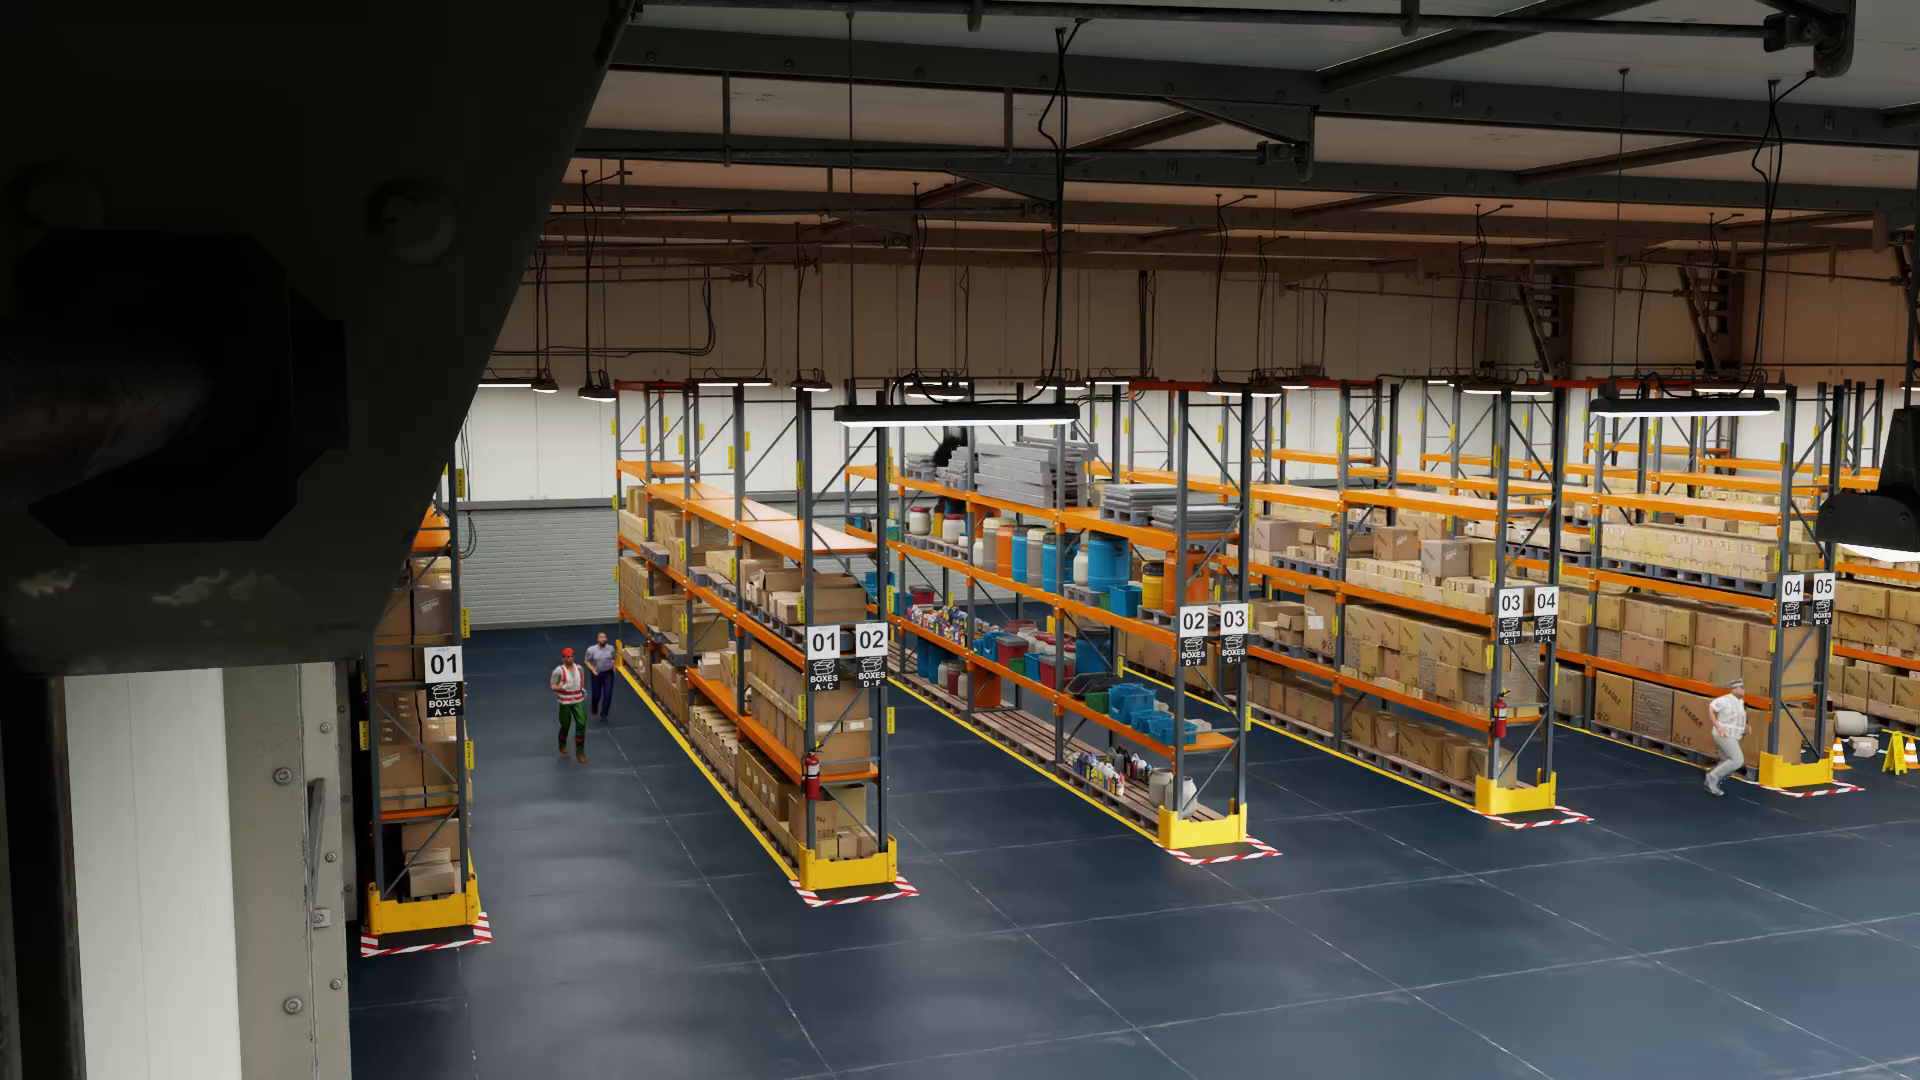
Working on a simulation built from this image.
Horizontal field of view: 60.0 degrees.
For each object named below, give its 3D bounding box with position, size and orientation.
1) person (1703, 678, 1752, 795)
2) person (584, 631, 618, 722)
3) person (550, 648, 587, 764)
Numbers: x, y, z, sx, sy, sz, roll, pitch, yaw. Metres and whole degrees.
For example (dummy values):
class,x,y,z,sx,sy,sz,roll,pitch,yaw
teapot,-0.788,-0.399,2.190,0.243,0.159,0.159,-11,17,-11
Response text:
class,x,y,z,sx,sy,sz,roll,pitch,yaw
person,11.349,2.886,24.508,0.596,1.718,0.714,6,8,43
person,-6.361,2.415,29.550,0.595,1.601,0.561,-3,7,-23
person,-6.234,2.627,26.558,0.639,1.839,0.782,-4,7,-32
